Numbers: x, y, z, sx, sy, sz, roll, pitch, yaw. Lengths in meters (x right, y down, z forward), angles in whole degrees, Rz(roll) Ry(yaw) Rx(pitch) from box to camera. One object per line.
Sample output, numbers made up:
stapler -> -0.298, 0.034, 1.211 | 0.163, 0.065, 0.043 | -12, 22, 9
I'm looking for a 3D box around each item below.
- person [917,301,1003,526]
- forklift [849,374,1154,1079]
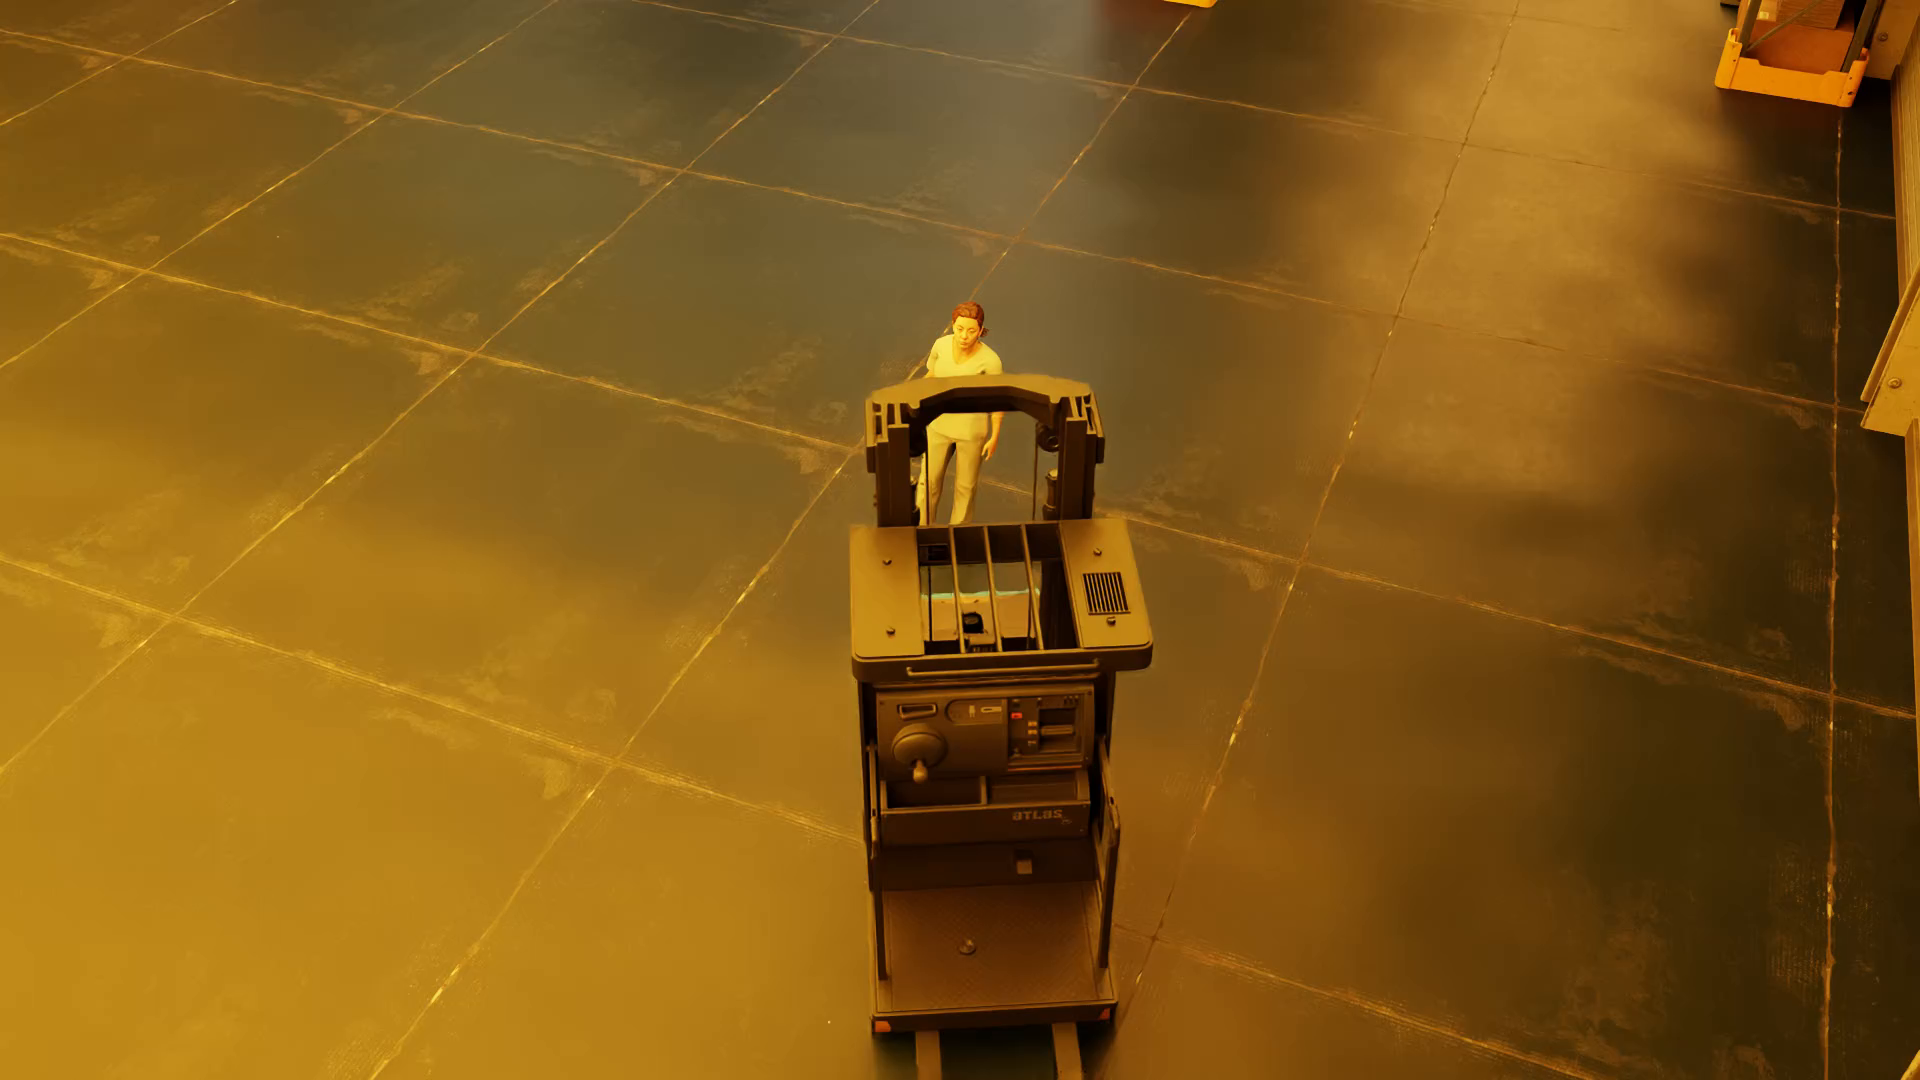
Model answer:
person -> -0.041, -0.608, 9.699 | 0.549, 1.675, 0.549 | 15, 42, 17
forklift -> 0.127, 0.901, 6.930 | 1.130, 2.935, 3.031 | -2, 40, -3
